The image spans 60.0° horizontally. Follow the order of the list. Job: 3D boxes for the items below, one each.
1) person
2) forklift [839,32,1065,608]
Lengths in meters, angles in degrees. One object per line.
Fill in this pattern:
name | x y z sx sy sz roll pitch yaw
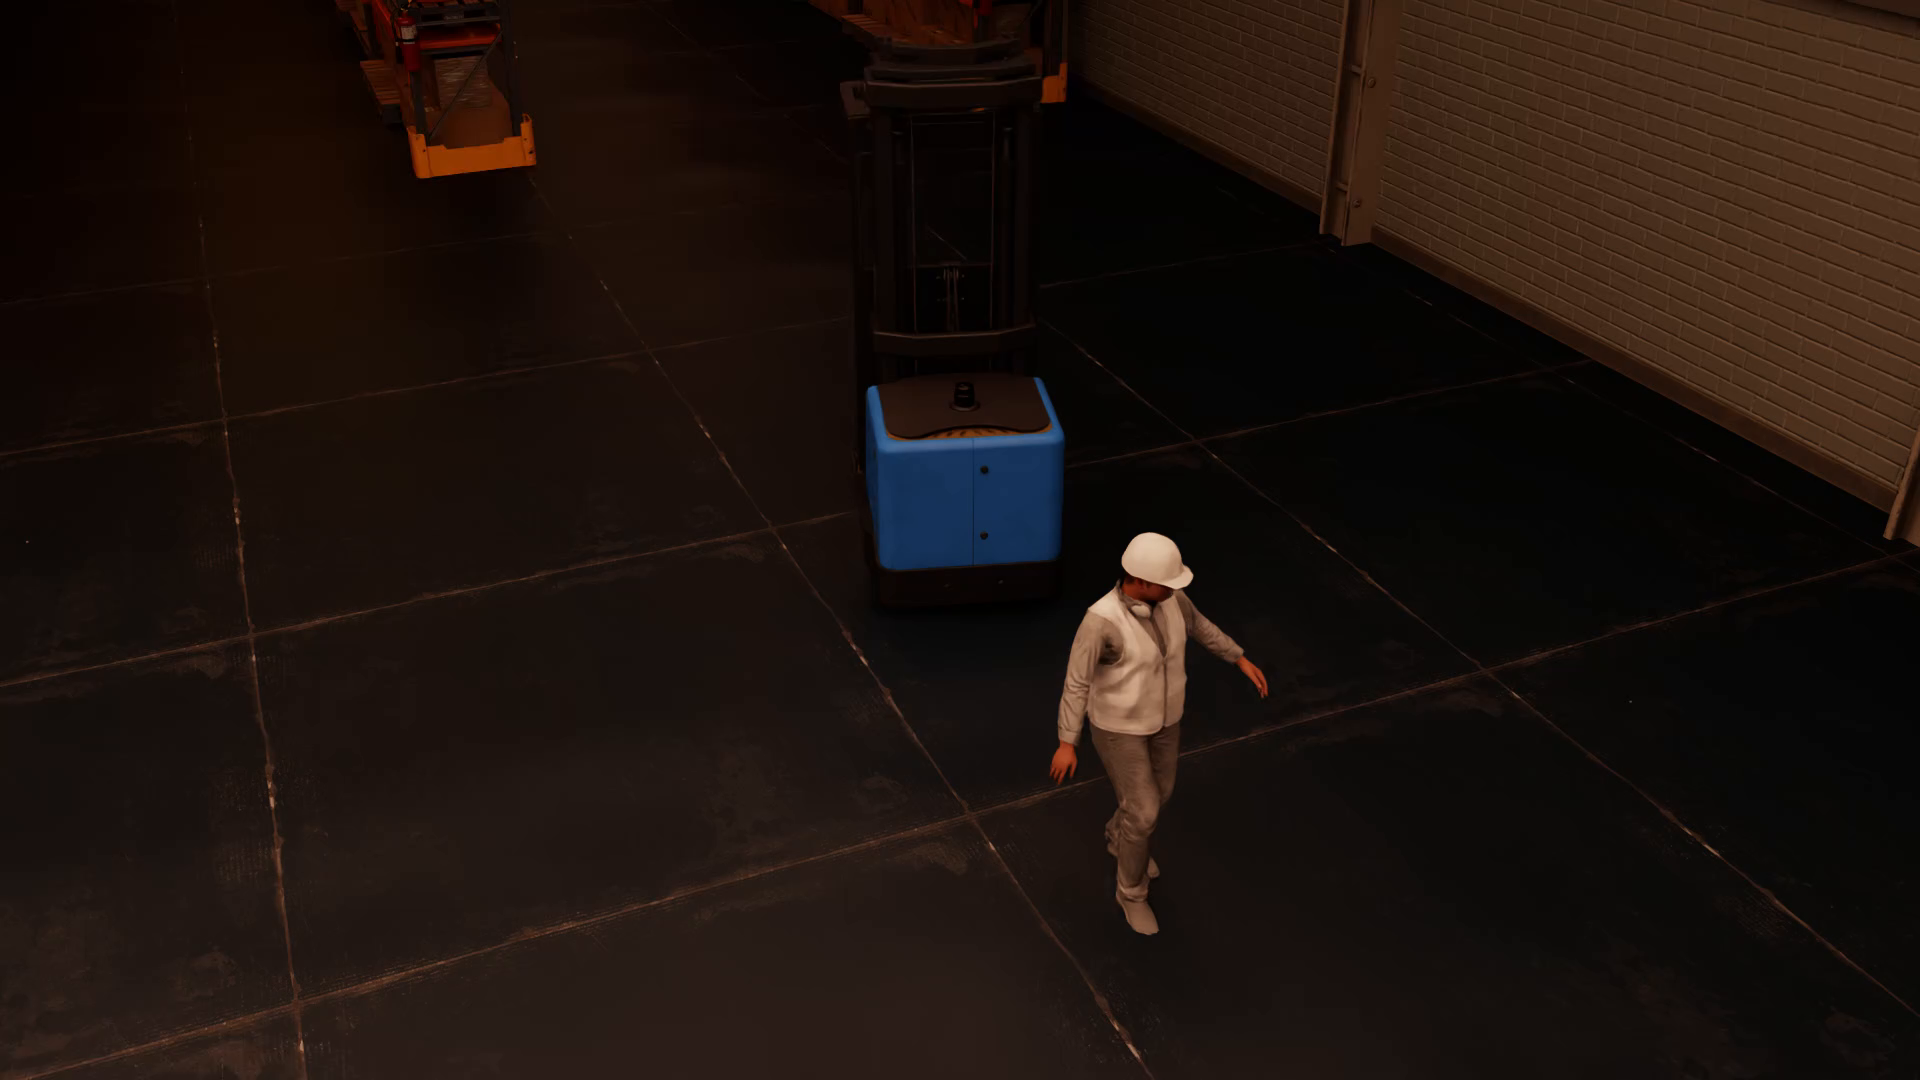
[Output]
person | 0.792 0.797 6.974 0.955 1.799 0.580 -21 36 -32
forklift | -0.118 -1.601 9.920 1.130 2.935 3.031 -4 30 -6
